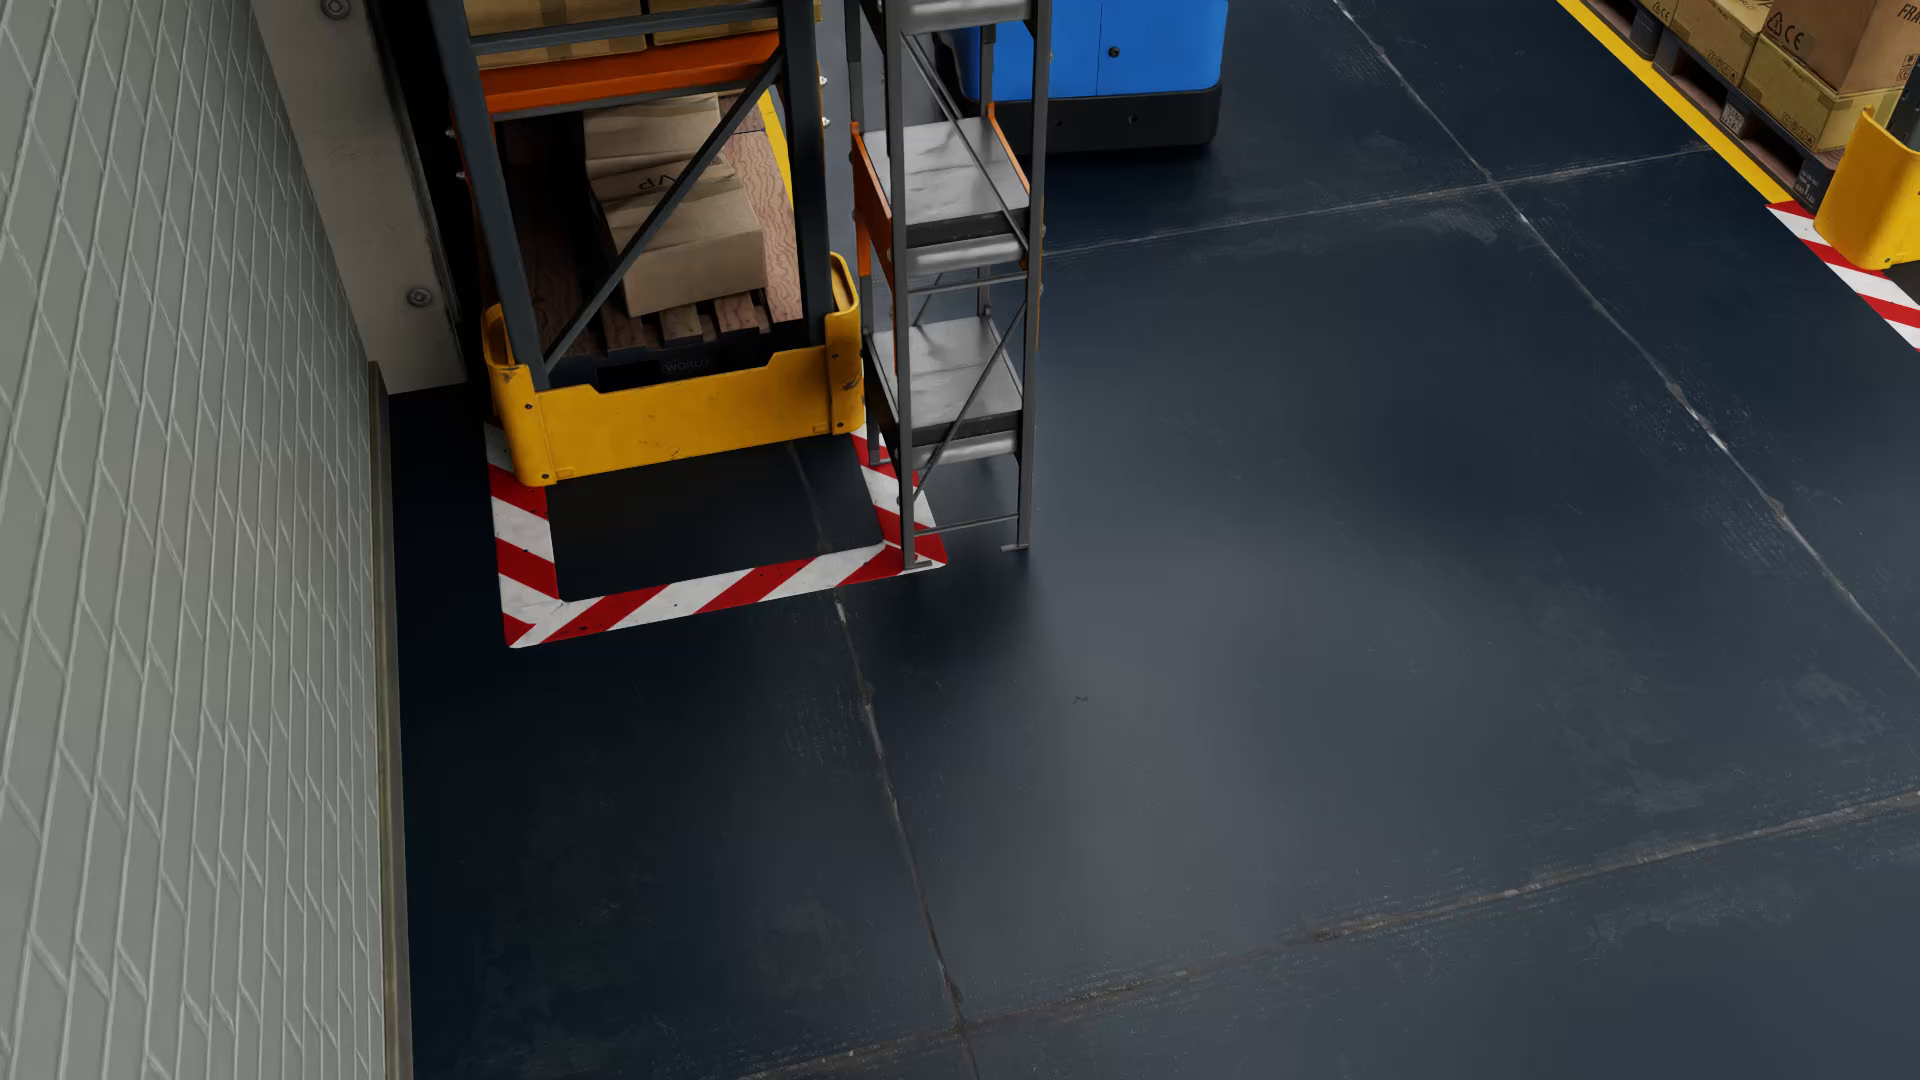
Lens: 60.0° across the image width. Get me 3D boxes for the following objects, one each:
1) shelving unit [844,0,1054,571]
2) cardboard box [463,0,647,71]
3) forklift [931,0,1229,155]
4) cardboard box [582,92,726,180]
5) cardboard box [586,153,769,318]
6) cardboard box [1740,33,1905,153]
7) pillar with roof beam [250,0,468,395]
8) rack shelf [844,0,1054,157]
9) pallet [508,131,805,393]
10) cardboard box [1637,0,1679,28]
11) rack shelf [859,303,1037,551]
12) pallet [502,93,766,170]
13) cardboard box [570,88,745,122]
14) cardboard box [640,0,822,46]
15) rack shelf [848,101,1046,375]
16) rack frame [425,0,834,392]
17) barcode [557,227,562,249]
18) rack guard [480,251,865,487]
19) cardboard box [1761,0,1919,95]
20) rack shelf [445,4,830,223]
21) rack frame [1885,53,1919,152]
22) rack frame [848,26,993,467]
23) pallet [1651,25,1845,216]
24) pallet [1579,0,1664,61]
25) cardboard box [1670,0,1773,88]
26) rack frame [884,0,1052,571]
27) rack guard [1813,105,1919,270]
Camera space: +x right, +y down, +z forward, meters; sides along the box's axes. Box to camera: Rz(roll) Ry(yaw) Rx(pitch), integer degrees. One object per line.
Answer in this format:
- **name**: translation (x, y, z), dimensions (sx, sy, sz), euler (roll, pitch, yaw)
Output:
- **shelving unit**: translation (-0.042, -0.849, 4.612), dimensions (0.431, 2.100, 0.503), euler (-11, 47, -10)
- **cardboard box**: translation (-1.205, -1.627, 4.835), dimensions (0.500, 0.250, 0.500), euler (-10, 46, -10)
- **forklift**: translation (0.373, -3.616, 6.741), dimensions (1.130, 2.935, 3.031), euler (-4, 46, -4)
- **cardboard box**: translation (-1.134, -1.486, 6.180), dimensions (0.500, 0.311, 0.500), euler (-7, 46, -7)
- **cardboard box**: translation (-0.988, -1.092, 5.795), dimensions (0.500, 0.311, 0.500), euler (-16, 48, -15)
- **cardboard box**: translation (3.467, -1.794, 6.539), dimensions (0.500, 0.250, 0.500), euler (-11, 47, -10)
- **pillar with roof beam**: translation (2.248, -4.597, 3.455), dimensions (9.100, 9.000, 0.400), euler (-11, 47, -10)
- **rack shelf**: translation (-0.042, -1.330, 4.122), dimensions (0.431, 0.518, 0.480), euler (-11, 47, -10)
- **pallet**: translation (-1.091, -1.029, 6.111), dimensions (1.003, 0.211, 1.213), euler (-11, 47, -10)
- **cardboard box**: translation (3.197, -2.482, 7.214), dimensions (0.500, 0.250, 0.500), euler (-11, 47, -10)
- **rack shelf**: translation (-0.042, -0.350, 5.122), dimensions (0.431, 0.518, 0.480), euler (-11, 47, -10)
- **pallet**: translation (-1.400, -1.870, 6.935), dimensions (1.003, 0.211, 1.213), euler (-11, 47, -10)
- **cardboard box**: translation (-1.274, -2.068, 6.618), dimensions (0.700, 0.500, 0.500), euler (-13, 47, -13)
- **cardboard box**: translation (-0.716, -1.735, 4.941), dimensions (0.500, 0.250, 0.500), euler (-12, 47, -11)
- **rack shelf**: translation (-0.042, -0.840, 4.622), dimensions (0.431, 0.518, 0.480), euler (-11, 47, -10)
- **rack frame**: translation (-0.898, -1.385, 4.507), dimensions (1.000, 3.000, 0.127), euler (-11, 47, -10)
- **barcode**: translation (-1.379, -1.035, 5.732), dimensions (0.001, 0.075, 0.075), euler (-11, 47, -10)
- **rack guard**: translation (-0.917, -0.563, 5.451), dimensions (1.175, 0.500, 0.348), euler (-11, 47, -10)
- **cardboard box**: translation (3.465, -2.056, 6.271), dimensions (0.500, 0.500, 0.500), euler (-11, 47, -10)
- **rack shelf**: translation (-1.410, -2.514, 6.117), dimensions (1.077, 0.370, 4.000), euler (-11, 47, -10)
- **rack frame**: translation (3.890, -2.294, 5.397), dimensions (1.000, 3.000, 0.127), euler (-11, 47, -10)
- **rack frame**: translation (-0.105, -1.018, 4.777), dimensions (0.400, 2.100, 0.015), euler (-11, 47, -10)
- **pallet**: translation (3.653, -1.838, 6.903), dimensions (1.003, 0.211, 1.213), euler (-11, 47, -10)
- **pallet**: translation (3.345, -2.679, 7.727), dimensions (1.003, 0.211, 1.213), euler (-11, 47, -10)
- **cardboard box**: translation (3.327, -2.137, 6.876), dimensions (0.500, 0.250, 0.500), euler (-11, 47, -10)
- **rack frame**: translation (0.020, -0.681, 4.447), dimensions (0.400, 2.100, 0.015), euler (-11, 47, -10)
- **rack guard**: translation (3.896, -1.402, 6.274), dimensions (1.175, 0.500, 0.348), euler (-11, 47, -10)
